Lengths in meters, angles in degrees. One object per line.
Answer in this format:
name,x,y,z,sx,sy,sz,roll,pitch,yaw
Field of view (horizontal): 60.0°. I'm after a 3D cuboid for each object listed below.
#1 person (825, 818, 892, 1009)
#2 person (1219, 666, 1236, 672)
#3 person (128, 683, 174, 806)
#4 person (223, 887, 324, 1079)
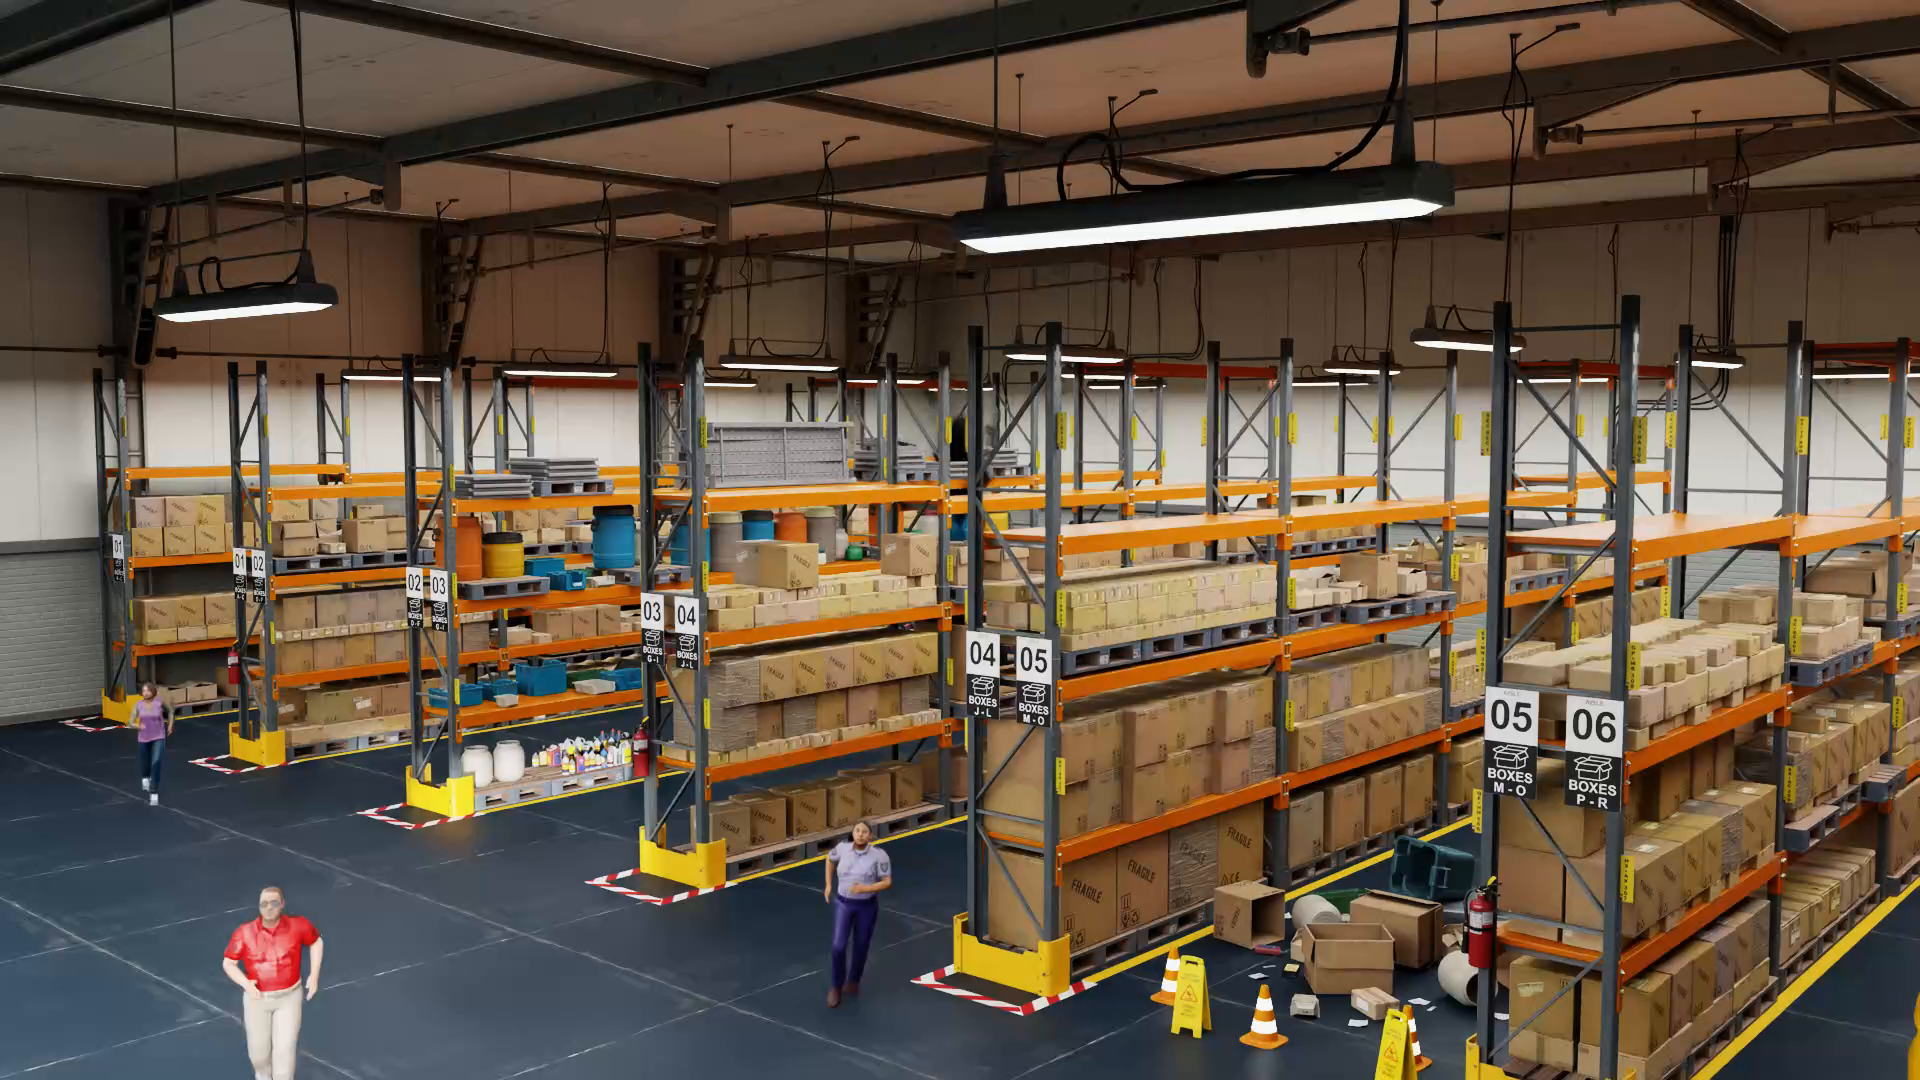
person,-0.900,3.277,14.702,0.594,1.649,0.670,0,4,-2
person,3.864,2.600,23.863,0.607,1.642,0.591,3,5,38
person,-10.922,2.716,22.485,0.551,1.615,0.882,-2,4,-20
person,-5.065,3.410,12.295,0.687,1.739,0.839,-2,4,-20
